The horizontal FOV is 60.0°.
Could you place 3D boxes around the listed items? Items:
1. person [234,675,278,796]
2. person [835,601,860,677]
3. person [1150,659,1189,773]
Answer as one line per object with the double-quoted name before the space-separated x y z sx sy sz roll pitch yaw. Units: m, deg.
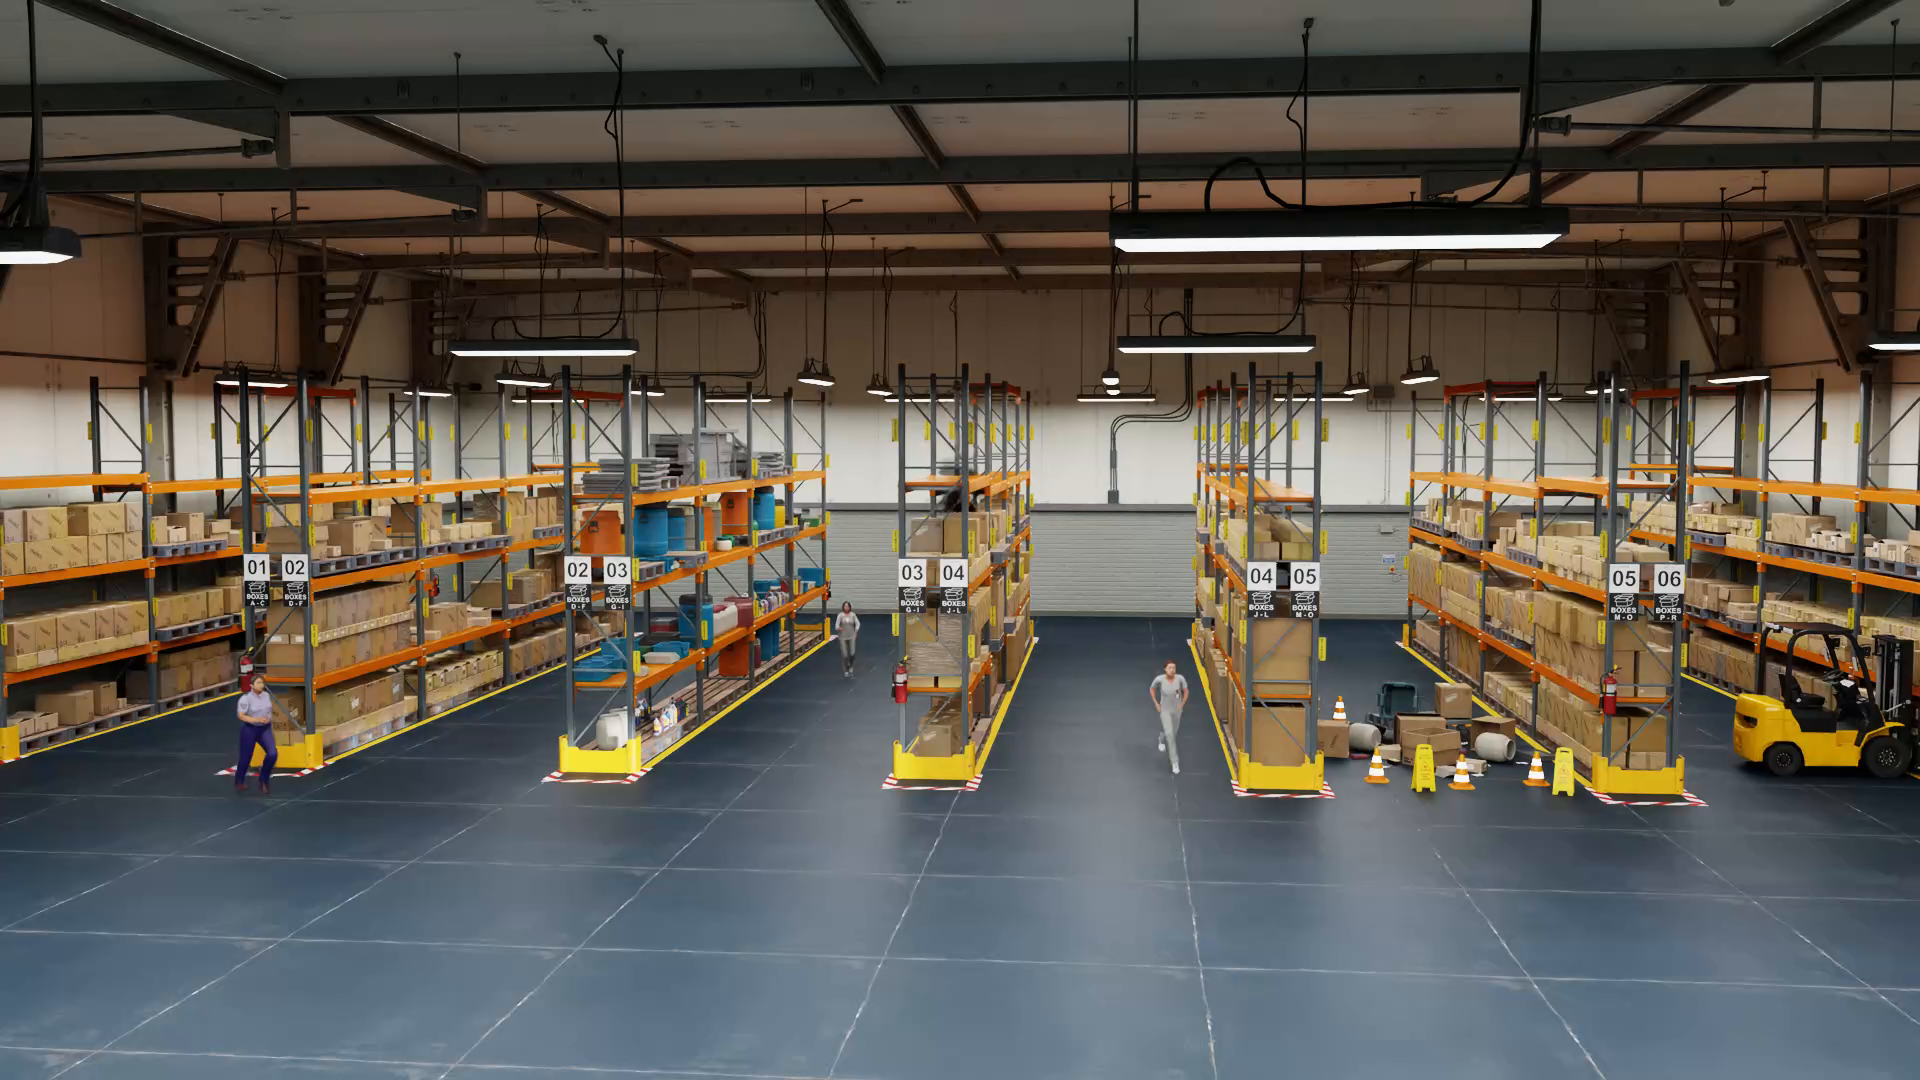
"person" -9.757 2.703 23.086 0.780 1.666 0.593 3 5 41
"person" -2.287 2.039 33.923 0.521 1.548 0.570 0 4 -6
"person" 3.130 2.593 24.964 0.565 1.661 1.051 0 4 -7
